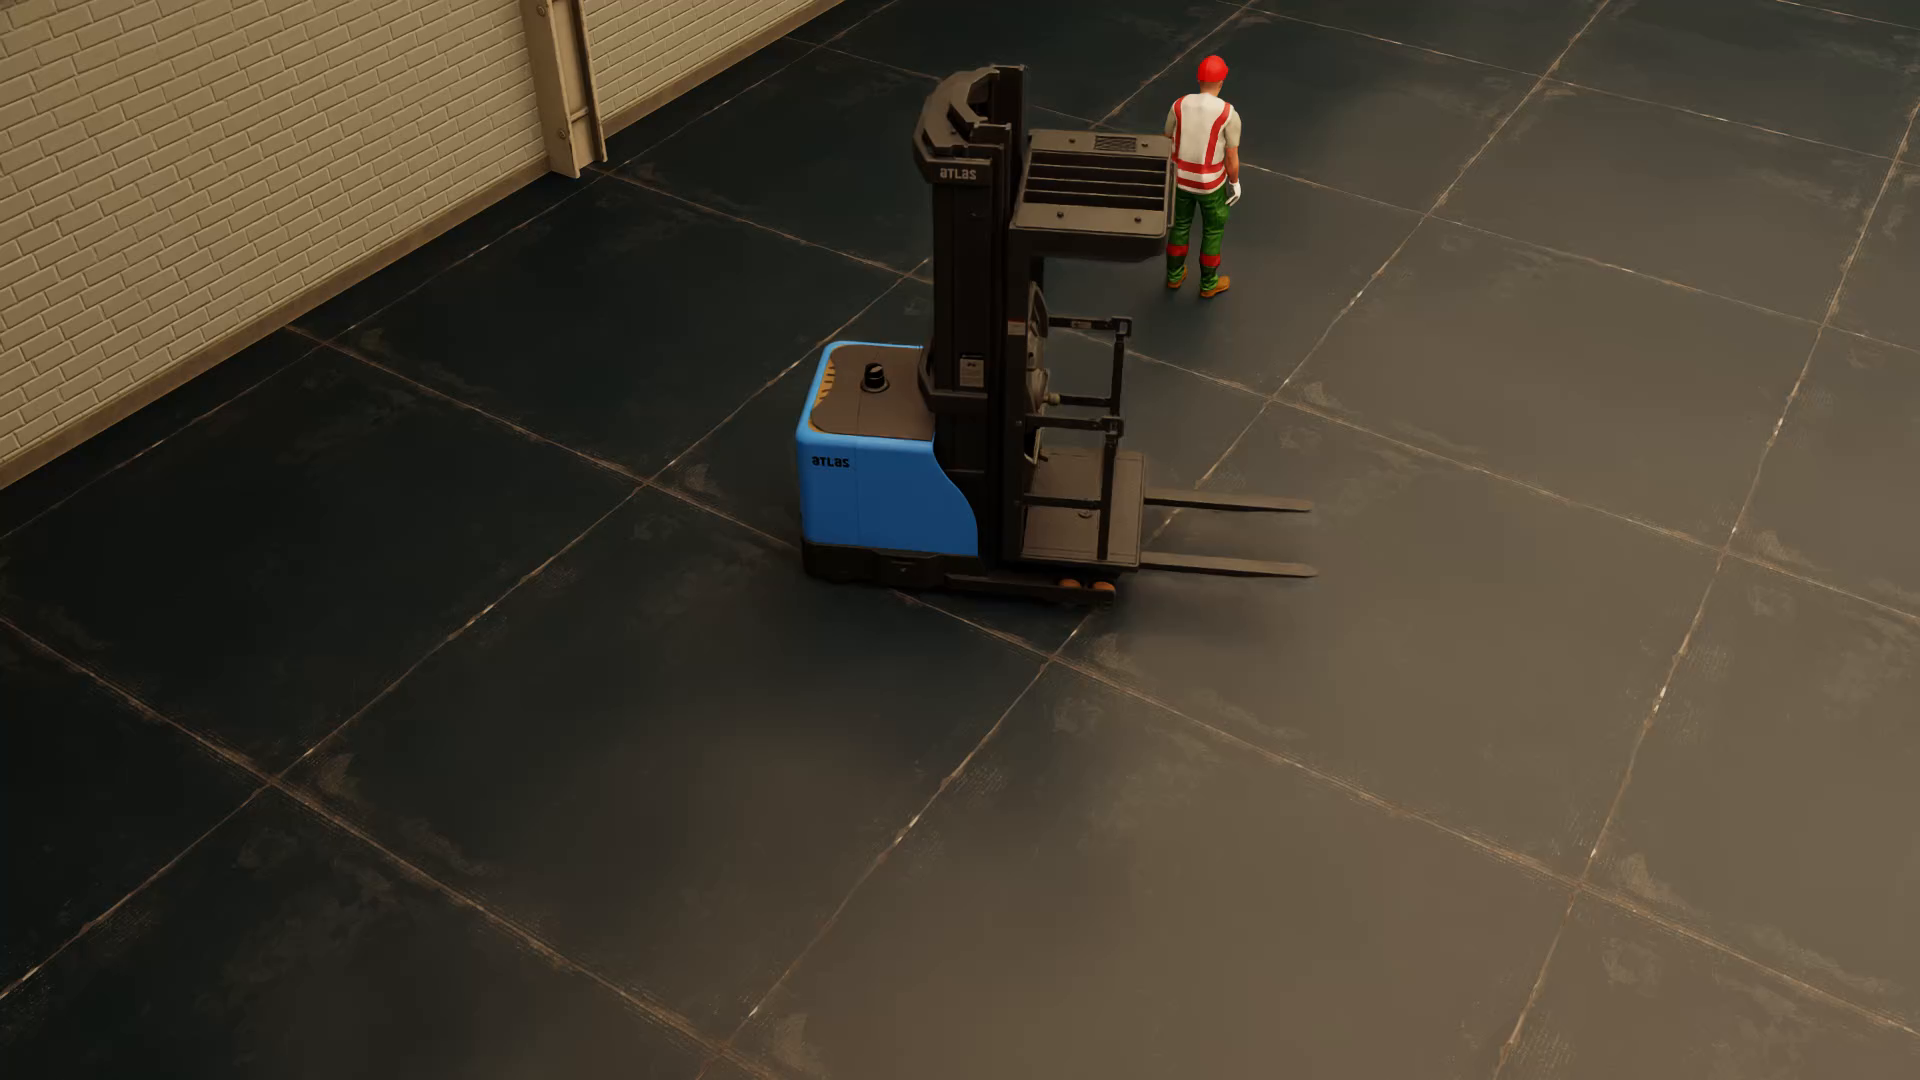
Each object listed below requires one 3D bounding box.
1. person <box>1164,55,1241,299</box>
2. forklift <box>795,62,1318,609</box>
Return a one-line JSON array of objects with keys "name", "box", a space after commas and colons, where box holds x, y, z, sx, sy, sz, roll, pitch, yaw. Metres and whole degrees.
[{"name": "person", "box": [1.728, -2.592, 11.921, 0.607, 1.777, 0.454, 20, 44, 22]}, {"name": "forklift", "box": [0.614, -1.078, 9.239, 3.031, 2.935, 1.130, 5, 40, 5]}]
